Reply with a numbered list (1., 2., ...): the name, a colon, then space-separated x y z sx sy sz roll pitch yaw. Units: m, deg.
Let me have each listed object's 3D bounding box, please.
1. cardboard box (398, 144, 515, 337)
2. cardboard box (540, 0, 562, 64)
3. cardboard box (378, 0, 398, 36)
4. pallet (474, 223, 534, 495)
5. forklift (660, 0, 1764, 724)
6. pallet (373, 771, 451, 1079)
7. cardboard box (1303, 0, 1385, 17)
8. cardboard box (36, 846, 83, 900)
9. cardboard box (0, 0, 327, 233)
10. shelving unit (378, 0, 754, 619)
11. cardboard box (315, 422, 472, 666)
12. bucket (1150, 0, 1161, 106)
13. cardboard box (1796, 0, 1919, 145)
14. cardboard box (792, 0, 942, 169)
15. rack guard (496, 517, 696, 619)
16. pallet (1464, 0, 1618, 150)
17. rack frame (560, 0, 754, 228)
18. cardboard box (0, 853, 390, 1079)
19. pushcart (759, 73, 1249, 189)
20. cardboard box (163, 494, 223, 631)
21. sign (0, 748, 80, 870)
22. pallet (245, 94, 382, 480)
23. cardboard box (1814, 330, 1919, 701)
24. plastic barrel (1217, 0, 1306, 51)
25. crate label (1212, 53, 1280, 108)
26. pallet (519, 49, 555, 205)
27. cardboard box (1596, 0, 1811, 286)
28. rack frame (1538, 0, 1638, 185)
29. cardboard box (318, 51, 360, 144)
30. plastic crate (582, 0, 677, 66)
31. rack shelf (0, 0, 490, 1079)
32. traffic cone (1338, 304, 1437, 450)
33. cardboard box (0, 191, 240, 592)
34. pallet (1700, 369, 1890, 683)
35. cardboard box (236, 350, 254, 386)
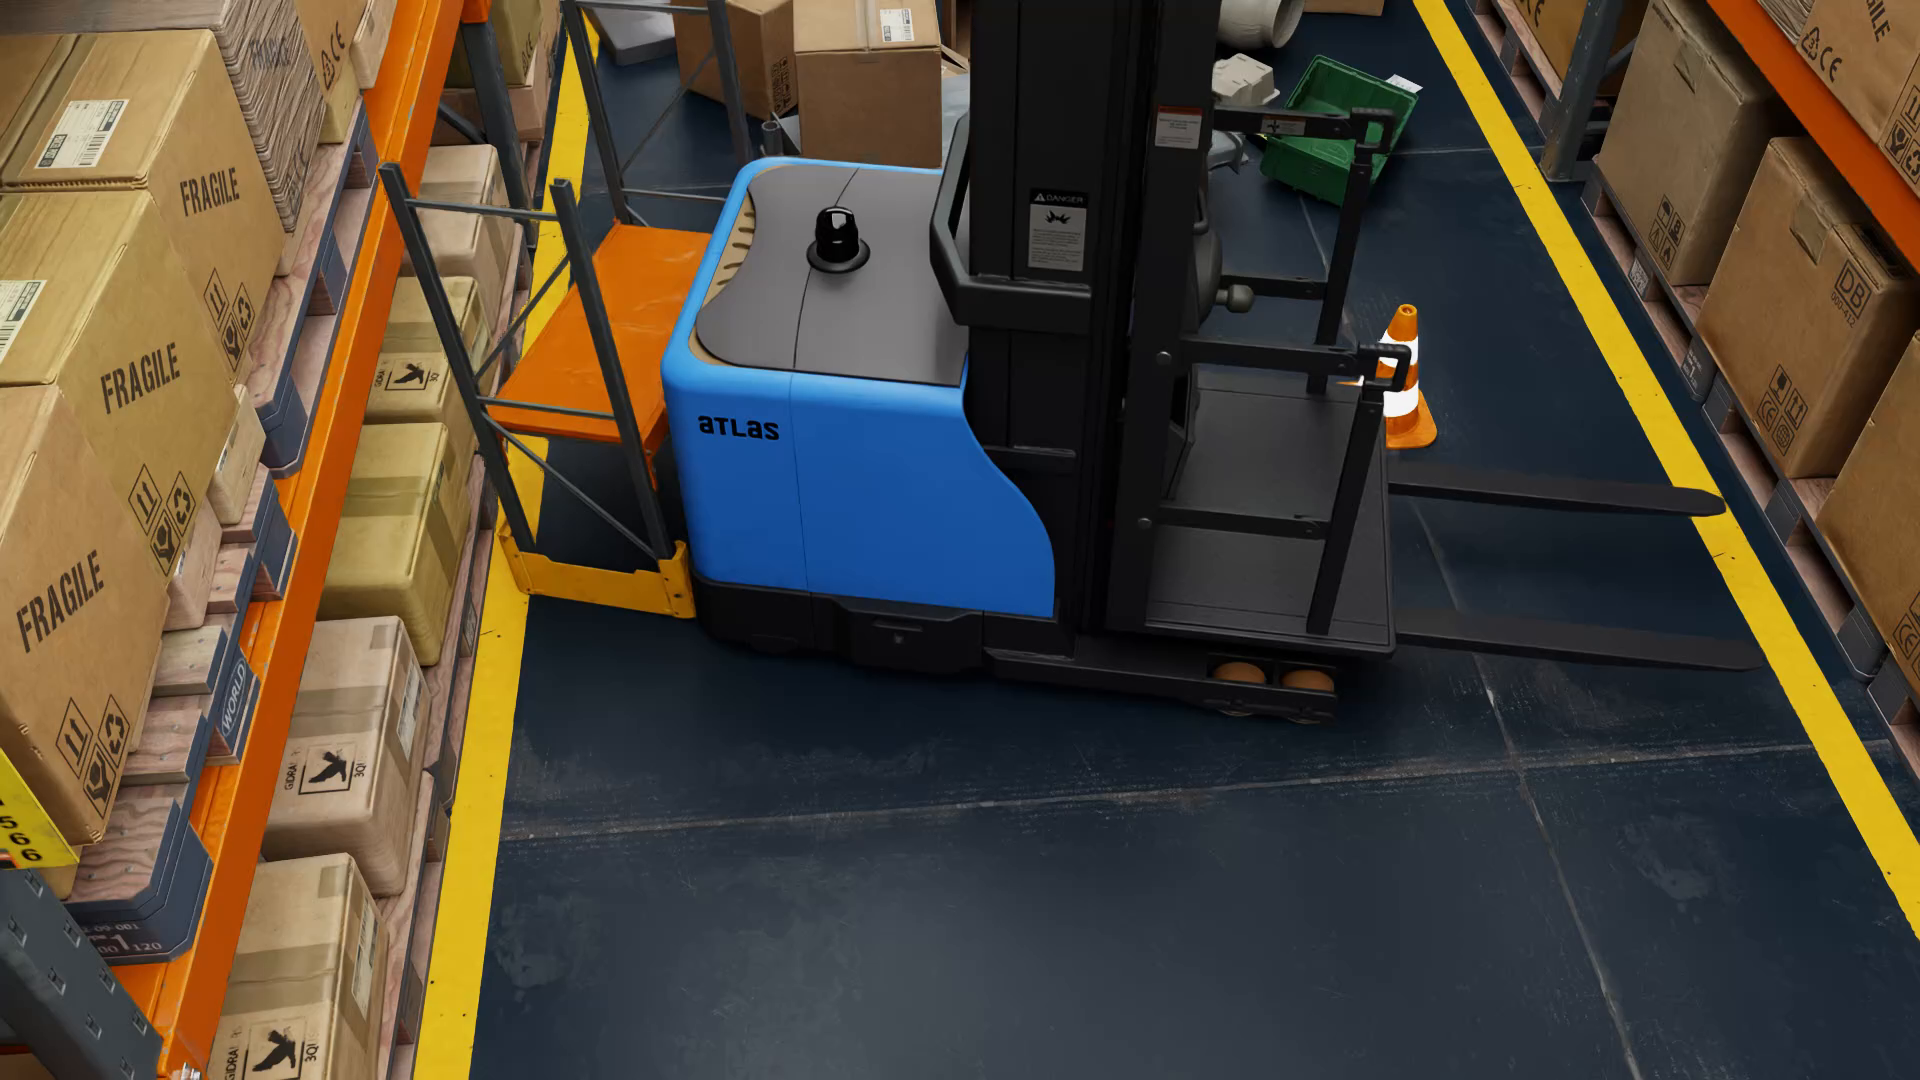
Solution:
1. cardboard box: -2.058 -1.002 5.653 0.950 0.372 0.625 -3 47 -3
2. cardboard box: -1.940 -2.168 6.842 0.500 0.250 0.500 -1 47 -1
3. cardboard box: -1.724 -1.466 4.457 0.380 0.149 0.250 -4 47 -4
4. pallet: -2.038 -0.618 5.690 1.003 0.211 1.213 -3 47 -3
5. forklift: 0.778 -0.898 4.082 3.031 2.935 1.130 6 47 6
6. pallet: -1.833 1.147 4.018 1.003 0.211 1.213 -3 47 -3
7. cardboard box: 1.667 -2.716 7.476 0.500 0.500 0.500 4 47 4
8. cardboard box: -1.611 0.450 2.642 0.380 0.149 0.250 -6 47 -6
9. cardboard box: -1.712 -0.989 3.558 0.500 0.500 0.500 -5 47 -5
10. shelving unit: -0.992 -0.705 4.858 0.587 1.500 1.083 8 47 13
11. cardboard box: -1.934 0.021 4.684 0.950 0.372 0.625 -2 47 -2
12. bucket: 0.511 -1.869 6.162 0.726 0.611 0.620 11 58 10
13. cardboard box: 2.678 -1.424 4.464 0.500 0.500 0.500 -4 47 -4
14. cardboard box: -0.333 -1.671 5.967 0.500 0.500 0.500 -3 47 -3
15. rack guard: -1.077 0.082 4.972 0.587 0.250 0.087 8 47 13
16. pallet: 2.834 -2.110 7.103 1.003 0.211 1.213 -3 47 -3
17. rack frame: -0.860 -1.068 5.202 0.500 1.500 0.032 8 47 13
18. cardboard box: -1.807 1.104 3.659 0.950 0.372 0.625 -6 47 -6
19. pushcart: 0.164 -1.413 6.328 1.648 0.377 0.936 -19 49 -17
20. cardboard box: -1.578 0.042 3.028 0.380 0.149 0.250 -6 47 -6
21. sign: -1.217 0.320 2.084 0.100 0.325 0.005 -3 47 -3
22. pallet: -1.976 -0.610 3.894 1.003 0.211 1.213 -3 47 -3
23. cardboard box: 3.117 -0.069 4.510 1.050 0.750 0.750 -3 47 -3
24. plastic barrel: 1.196 -2.356 7.189 0.512 0.421 0.421 27 52 23
25. crate label: 1.167 -1.916 6.970 0.298 0.136 0.250 -36 56 -29
26. pallet: -2.196 -1.665 6.681 1.003 0.211 1.213 -3 47 -3
27. cardboard box: 2.962 -1.441 5.809 1.050 0.750 0.750 -4 47 -3
28. rack frame: 2.820 -2.514 5.565 1.000 3.000 0.127 -3 47 -3
29. cardboard box: -1.715 -1.104 4.113 0.380 0.149 0.250 -4 47 -3
30. plastic crate: -1.418 -2.322 7.394 0.402 0.080 0.583 -19 49 -17
31. rack shelf: -1.937 -0.446 4.102 1.077 0.370 4.000 -3 47 -3
32. traffic cone: 1.428 -0.580 5.480 0.336 0.463 0.334 -3 47 -3
33. cardboard box: -1.627 -0.243 2.852 0.500 0.500 0.500 -1 47 -1
34. pallet: 3.065 -0.117 5.215 1.003 0.211 1.213 -3 47 -3
35. cardboard box: -1.679 -0.328 3.378 0.380 0.149 0.250 -1 47 -1
